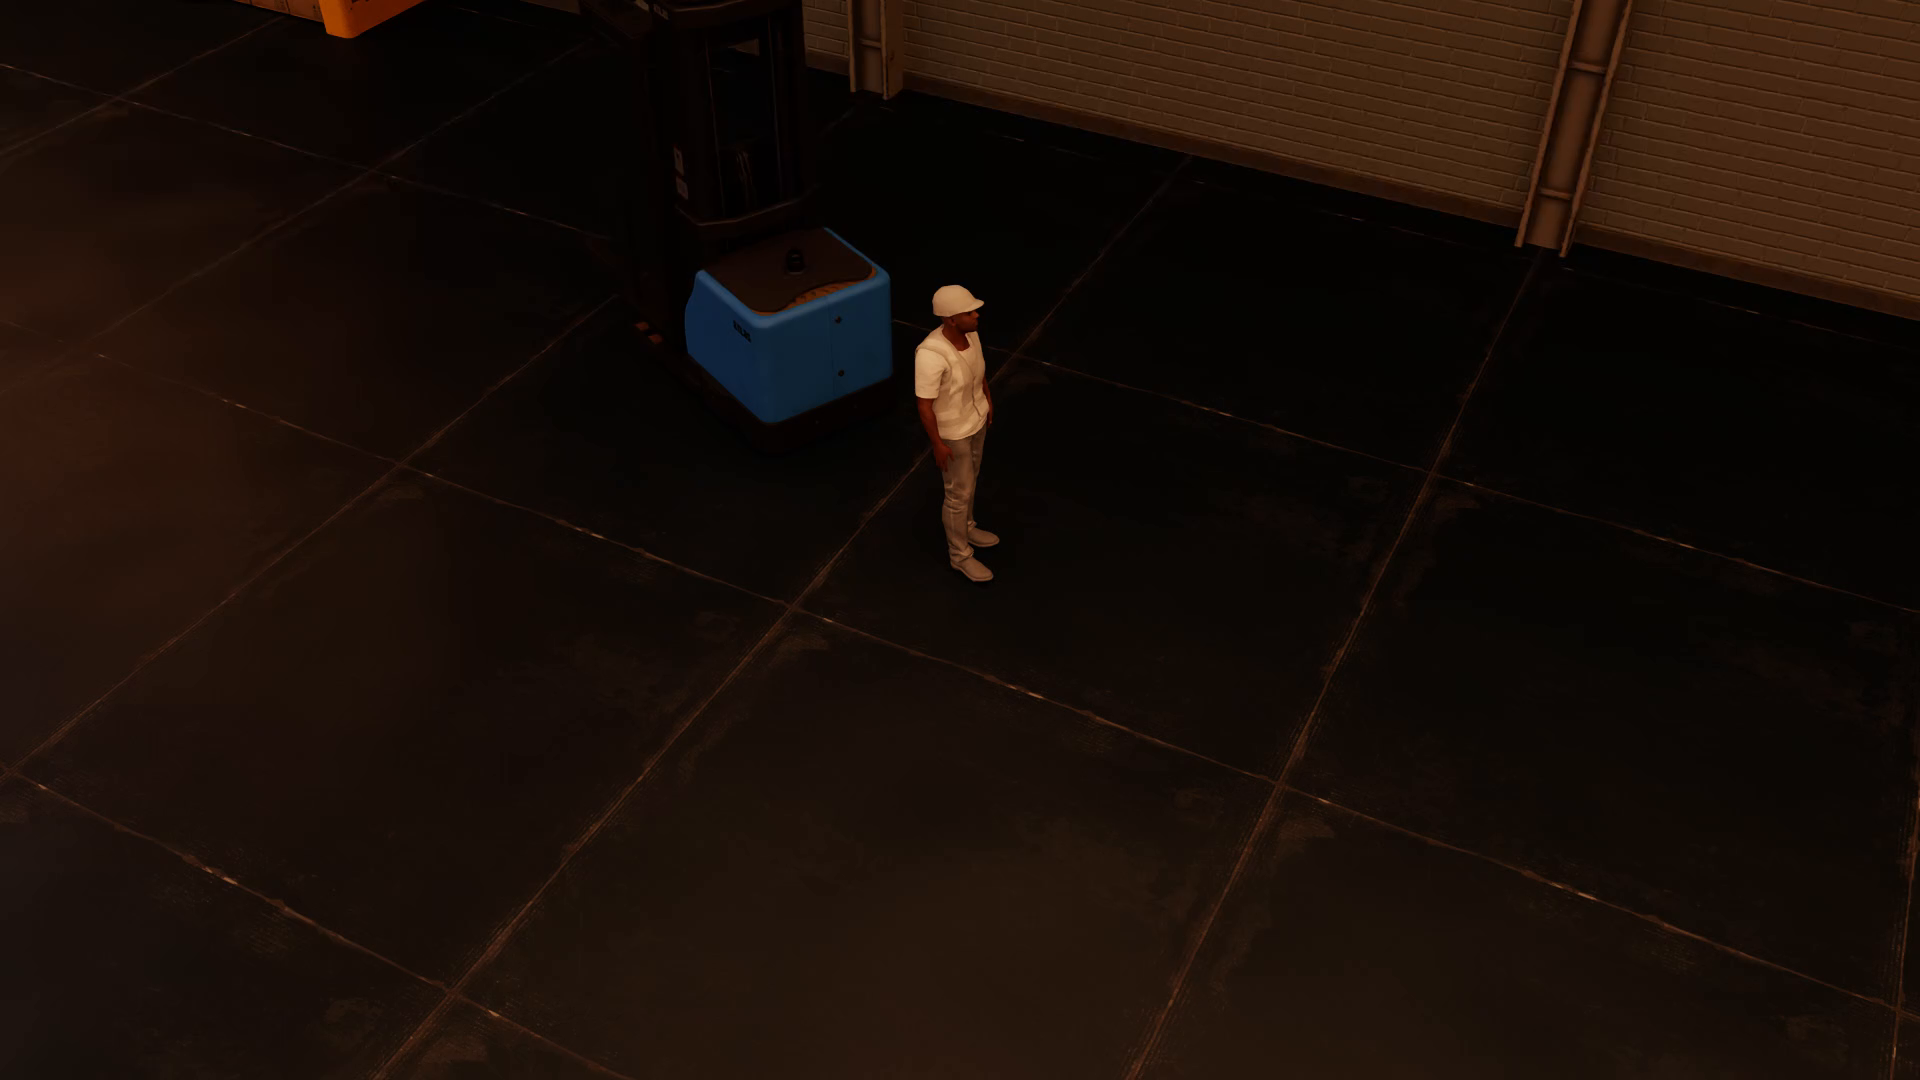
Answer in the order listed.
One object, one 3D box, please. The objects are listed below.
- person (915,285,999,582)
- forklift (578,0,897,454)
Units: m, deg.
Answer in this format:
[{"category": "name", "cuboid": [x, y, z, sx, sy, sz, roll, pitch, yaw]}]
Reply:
[{"category": "person", "cuboid": [0.060, -0.657, 9.660, 0.575, 1.768, 0.666, 18, 43, 21]}, {"category": "forklift", "cuboid": [-1.704, -2.582, 11.052, 1.130, 2.935, 3.031, -25, 46, -27]}]
